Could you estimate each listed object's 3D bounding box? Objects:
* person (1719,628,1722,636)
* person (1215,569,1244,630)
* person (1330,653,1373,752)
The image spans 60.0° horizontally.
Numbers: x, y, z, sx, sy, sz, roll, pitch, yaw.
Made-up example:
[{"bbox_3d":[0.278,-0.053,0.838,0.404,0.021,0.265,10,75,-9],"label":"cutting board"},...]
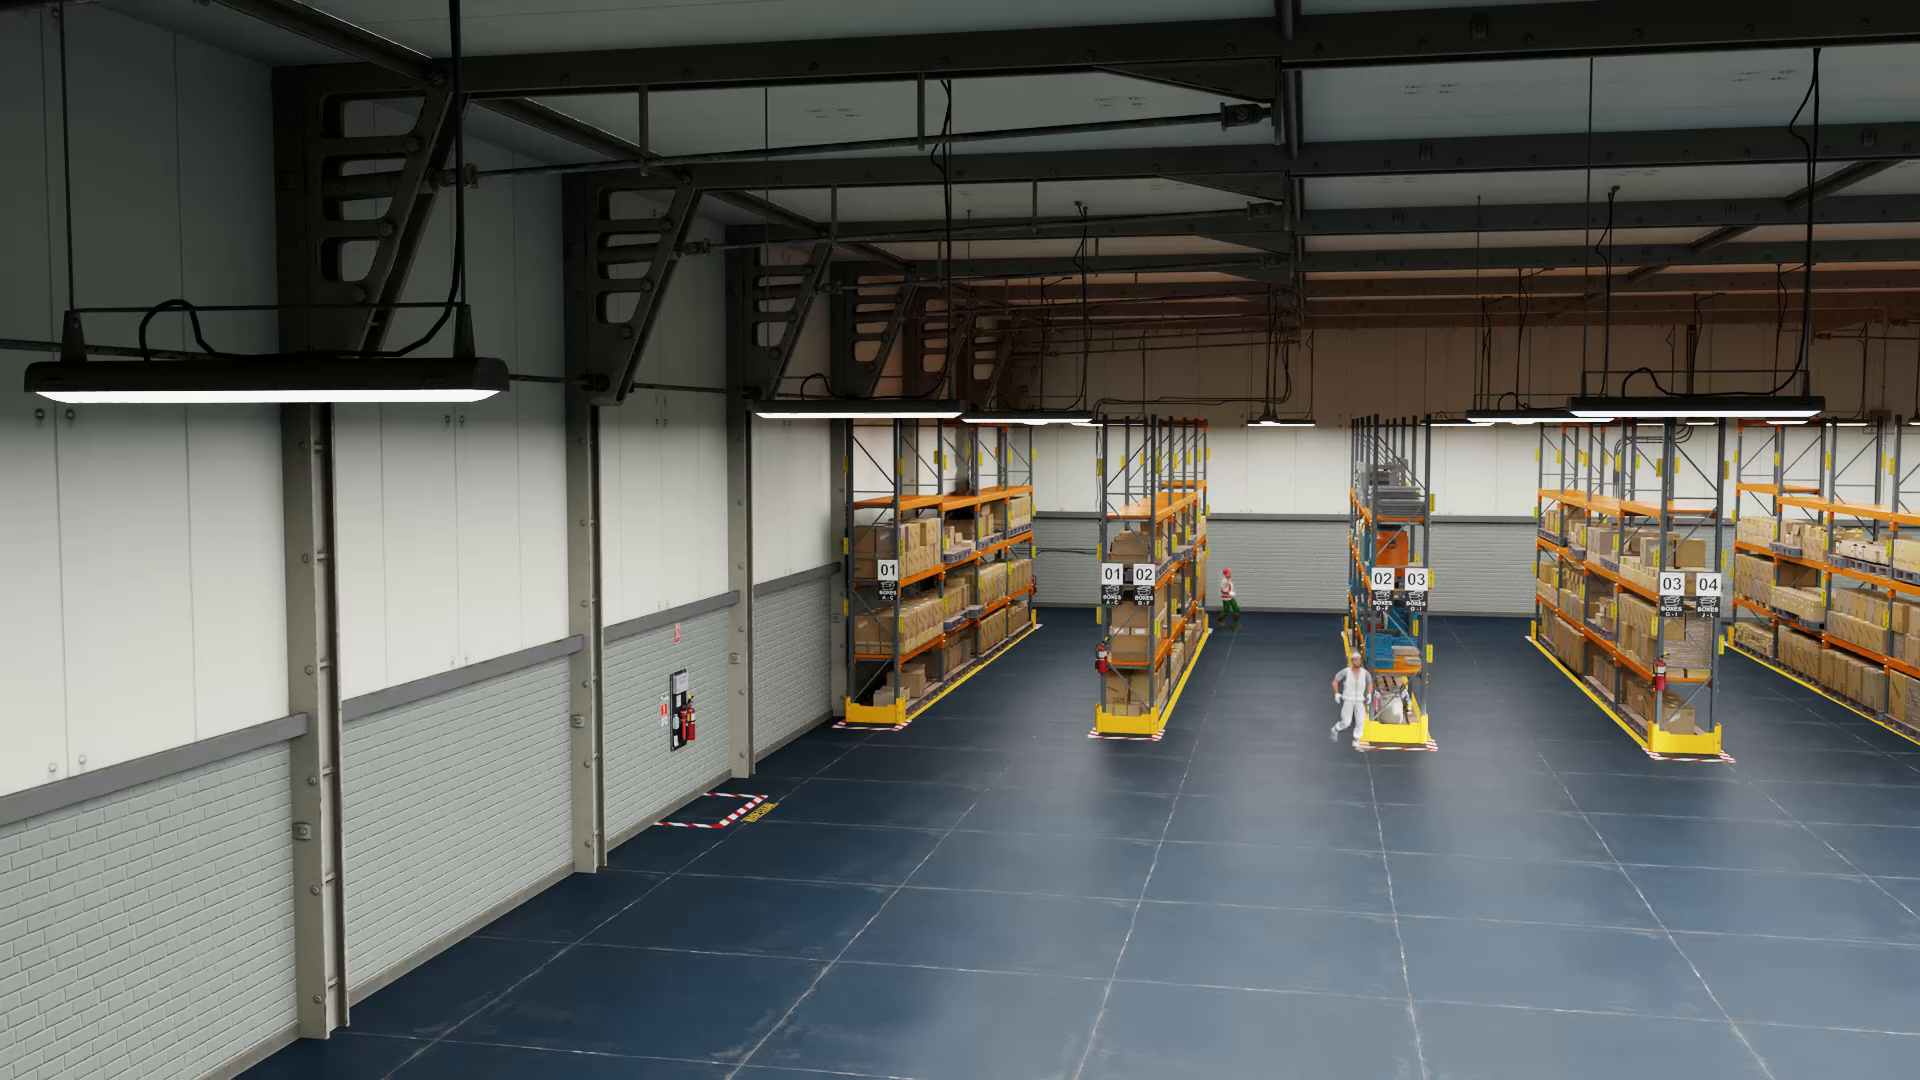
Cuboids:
[{"bbox_3d":[20.303,1.933,45.002,0.765,1.620,0.537,-1,4,-15],"label":"person"},{"bbox_3d":[7.640,1.699,47.598,0.867,1.778,0.698,2,4,32],"label":"person"},{"bbox_3d":[7.051,2.885,29.734,0.737,1.749,0.709,-1,4,-9],"label":"person"}]
